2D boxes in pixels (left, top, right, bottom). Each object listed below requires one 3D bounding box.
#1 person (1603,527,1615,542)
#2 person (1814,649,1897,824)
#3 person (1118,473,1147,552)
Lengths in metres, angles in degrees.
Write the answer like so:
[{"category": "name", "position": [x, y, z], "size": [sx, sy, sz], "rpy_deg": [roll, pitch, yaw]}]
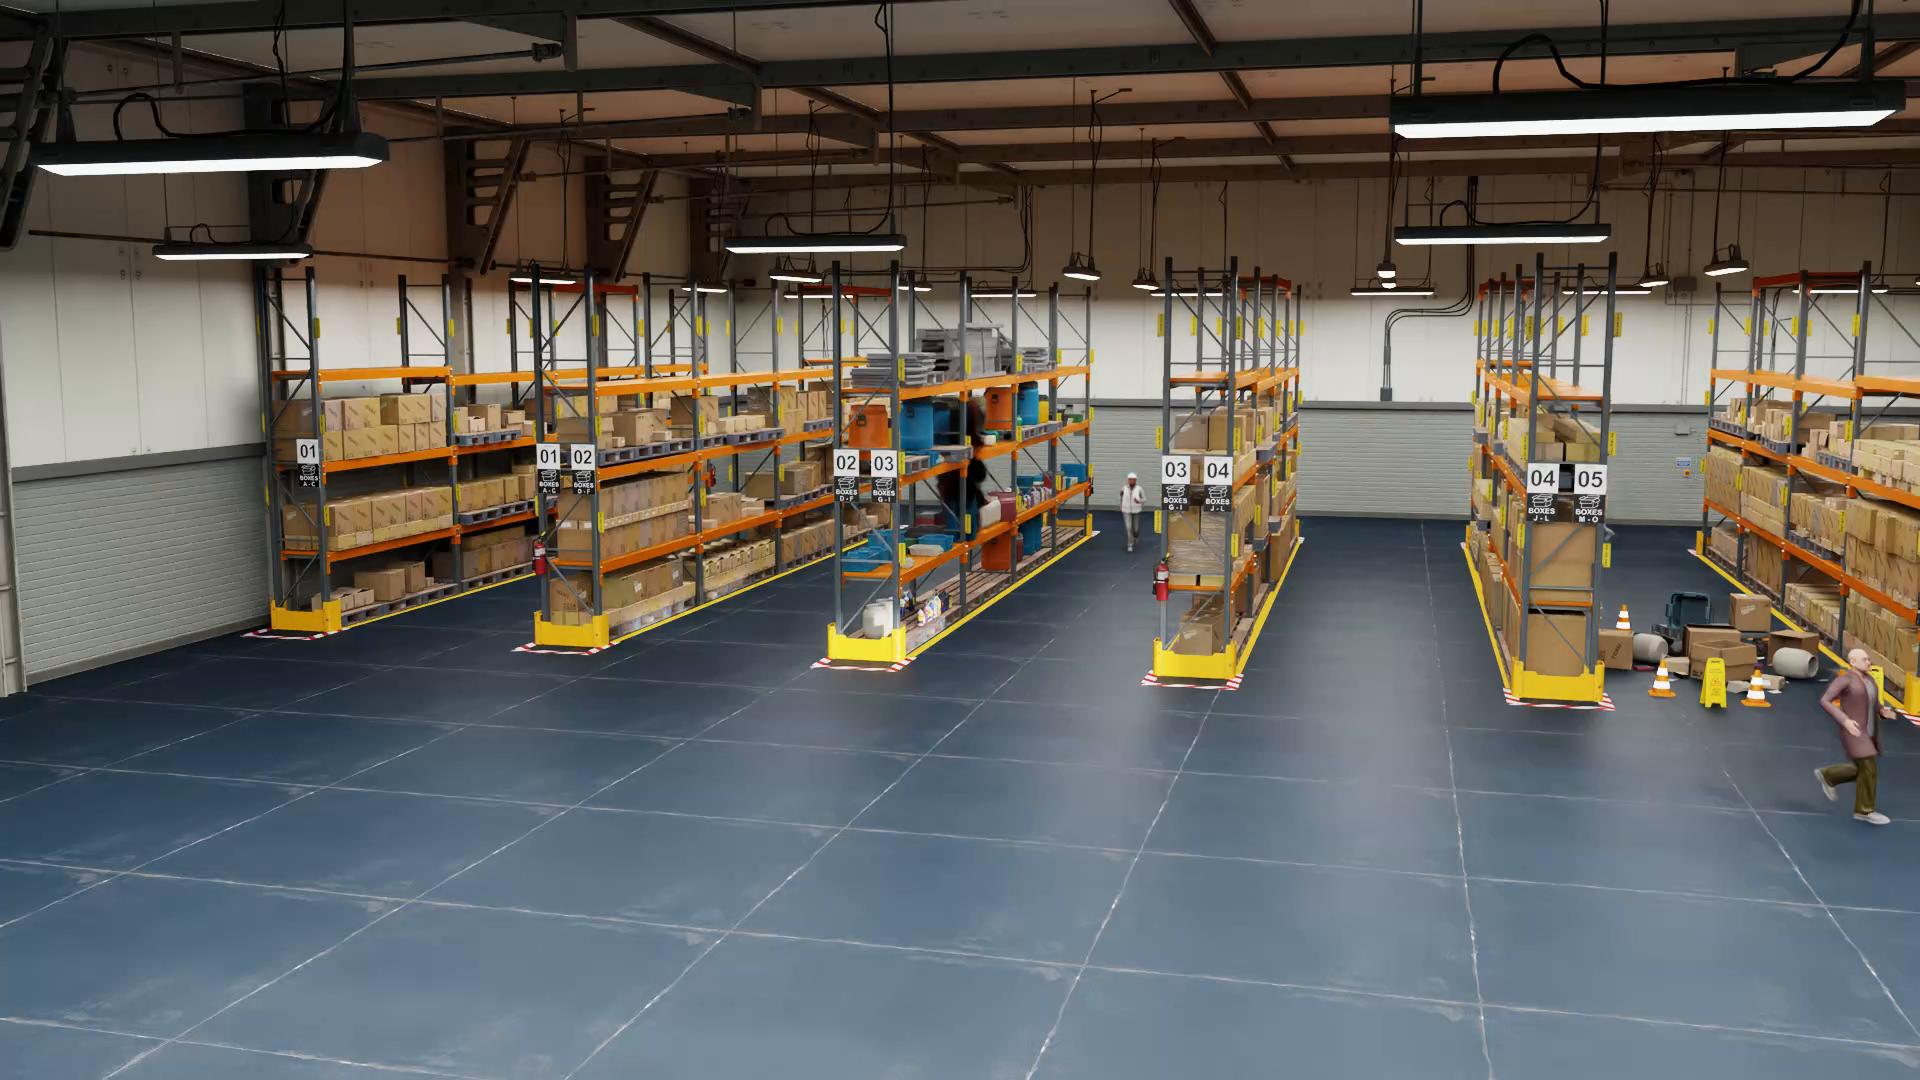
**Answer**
[{"category": "person", "position": [14.763, -0.728, 38.609], "size": [0.808, 1.808, 0.682], "rpy_deg": [2, 7, 15]}, {"category": "person", "position": [9.189, 1.985, 17.036], "size": [0.720, 1.745, 0.834], "rpy_deg": [-4, 8, -28]}, {"category": "person", "position": [3.874, -0.641, 37.480], "size": [0.658, 1.755, 0.914], "rpy_deg": [1, 7, 8]}]
